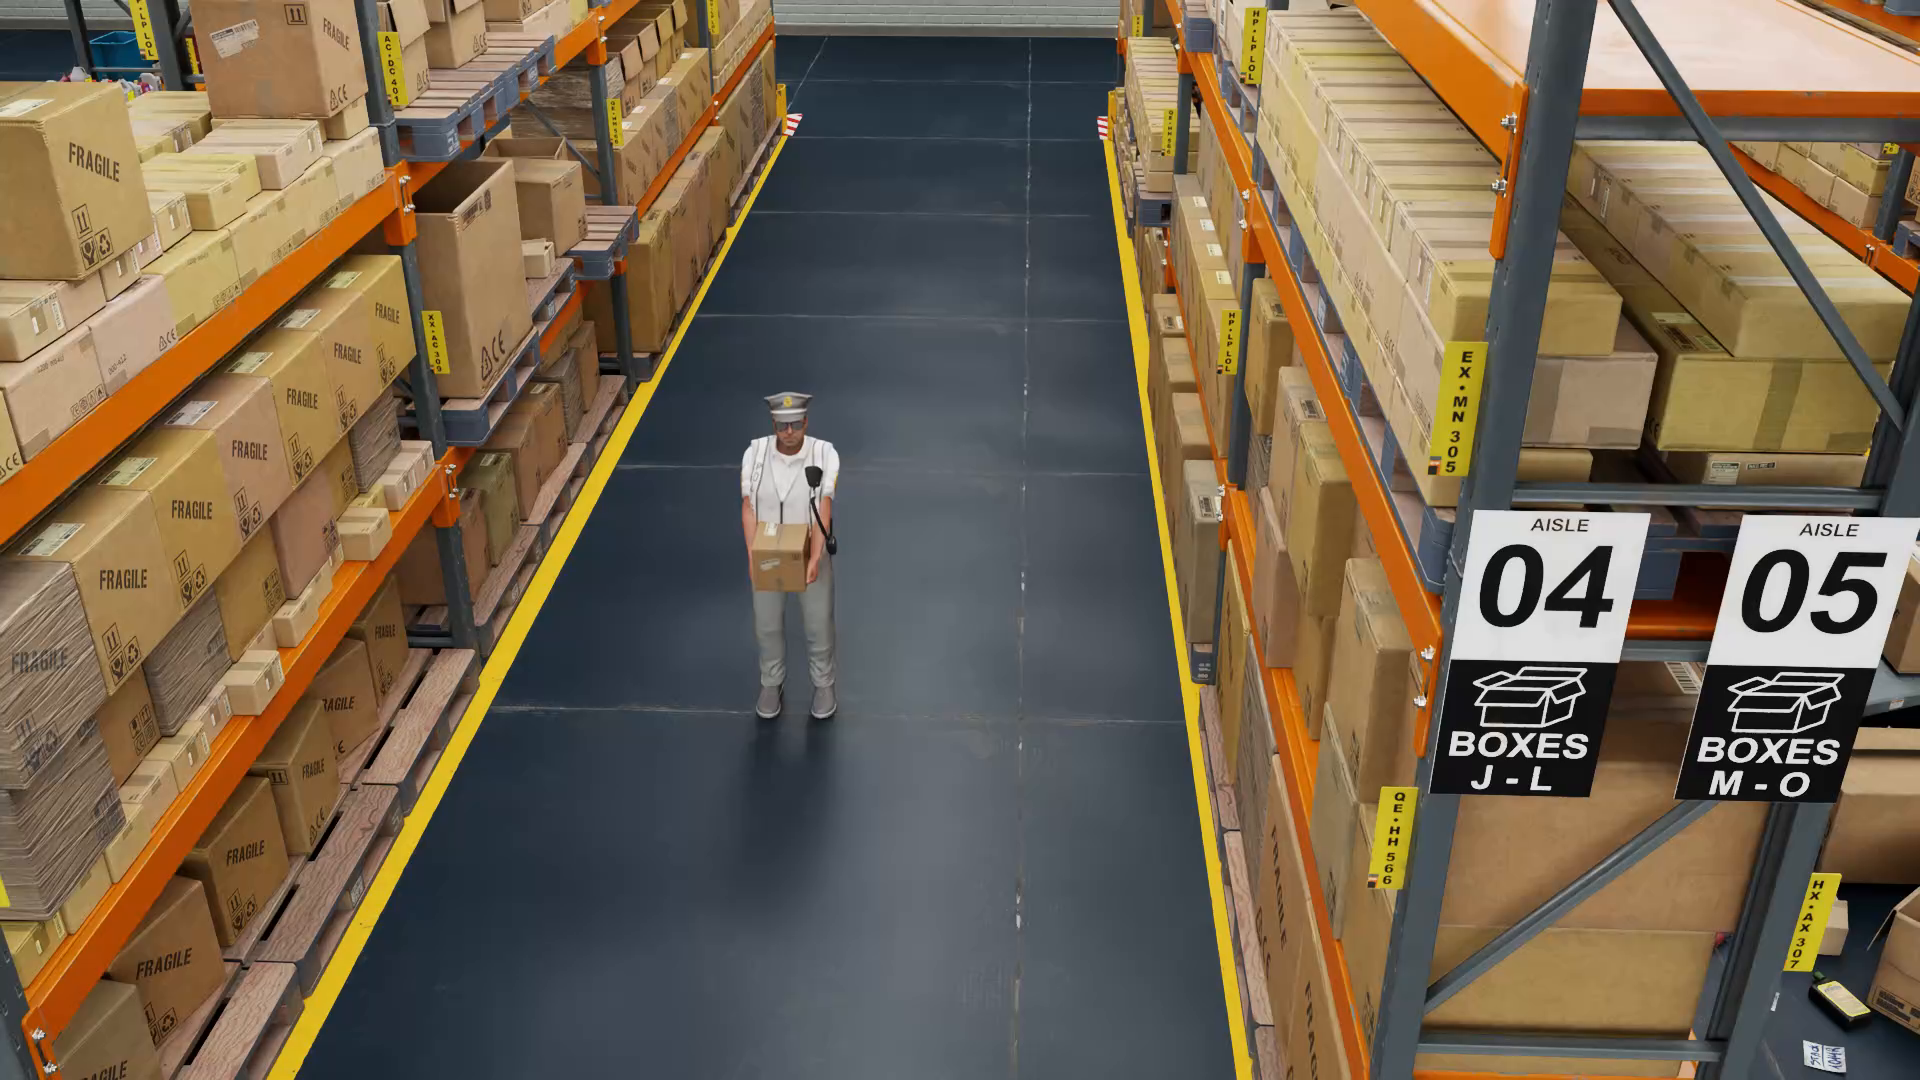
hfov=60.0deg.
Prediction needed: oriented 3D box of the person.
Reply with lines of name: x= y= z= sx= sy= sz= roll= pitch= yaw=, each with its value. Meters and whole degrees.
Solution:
person: x=-0.851 y=0.105 z=8.399 sx=0.493 sy=1.770 sz=0.558 roll=1 pitch=28 yaw=2
